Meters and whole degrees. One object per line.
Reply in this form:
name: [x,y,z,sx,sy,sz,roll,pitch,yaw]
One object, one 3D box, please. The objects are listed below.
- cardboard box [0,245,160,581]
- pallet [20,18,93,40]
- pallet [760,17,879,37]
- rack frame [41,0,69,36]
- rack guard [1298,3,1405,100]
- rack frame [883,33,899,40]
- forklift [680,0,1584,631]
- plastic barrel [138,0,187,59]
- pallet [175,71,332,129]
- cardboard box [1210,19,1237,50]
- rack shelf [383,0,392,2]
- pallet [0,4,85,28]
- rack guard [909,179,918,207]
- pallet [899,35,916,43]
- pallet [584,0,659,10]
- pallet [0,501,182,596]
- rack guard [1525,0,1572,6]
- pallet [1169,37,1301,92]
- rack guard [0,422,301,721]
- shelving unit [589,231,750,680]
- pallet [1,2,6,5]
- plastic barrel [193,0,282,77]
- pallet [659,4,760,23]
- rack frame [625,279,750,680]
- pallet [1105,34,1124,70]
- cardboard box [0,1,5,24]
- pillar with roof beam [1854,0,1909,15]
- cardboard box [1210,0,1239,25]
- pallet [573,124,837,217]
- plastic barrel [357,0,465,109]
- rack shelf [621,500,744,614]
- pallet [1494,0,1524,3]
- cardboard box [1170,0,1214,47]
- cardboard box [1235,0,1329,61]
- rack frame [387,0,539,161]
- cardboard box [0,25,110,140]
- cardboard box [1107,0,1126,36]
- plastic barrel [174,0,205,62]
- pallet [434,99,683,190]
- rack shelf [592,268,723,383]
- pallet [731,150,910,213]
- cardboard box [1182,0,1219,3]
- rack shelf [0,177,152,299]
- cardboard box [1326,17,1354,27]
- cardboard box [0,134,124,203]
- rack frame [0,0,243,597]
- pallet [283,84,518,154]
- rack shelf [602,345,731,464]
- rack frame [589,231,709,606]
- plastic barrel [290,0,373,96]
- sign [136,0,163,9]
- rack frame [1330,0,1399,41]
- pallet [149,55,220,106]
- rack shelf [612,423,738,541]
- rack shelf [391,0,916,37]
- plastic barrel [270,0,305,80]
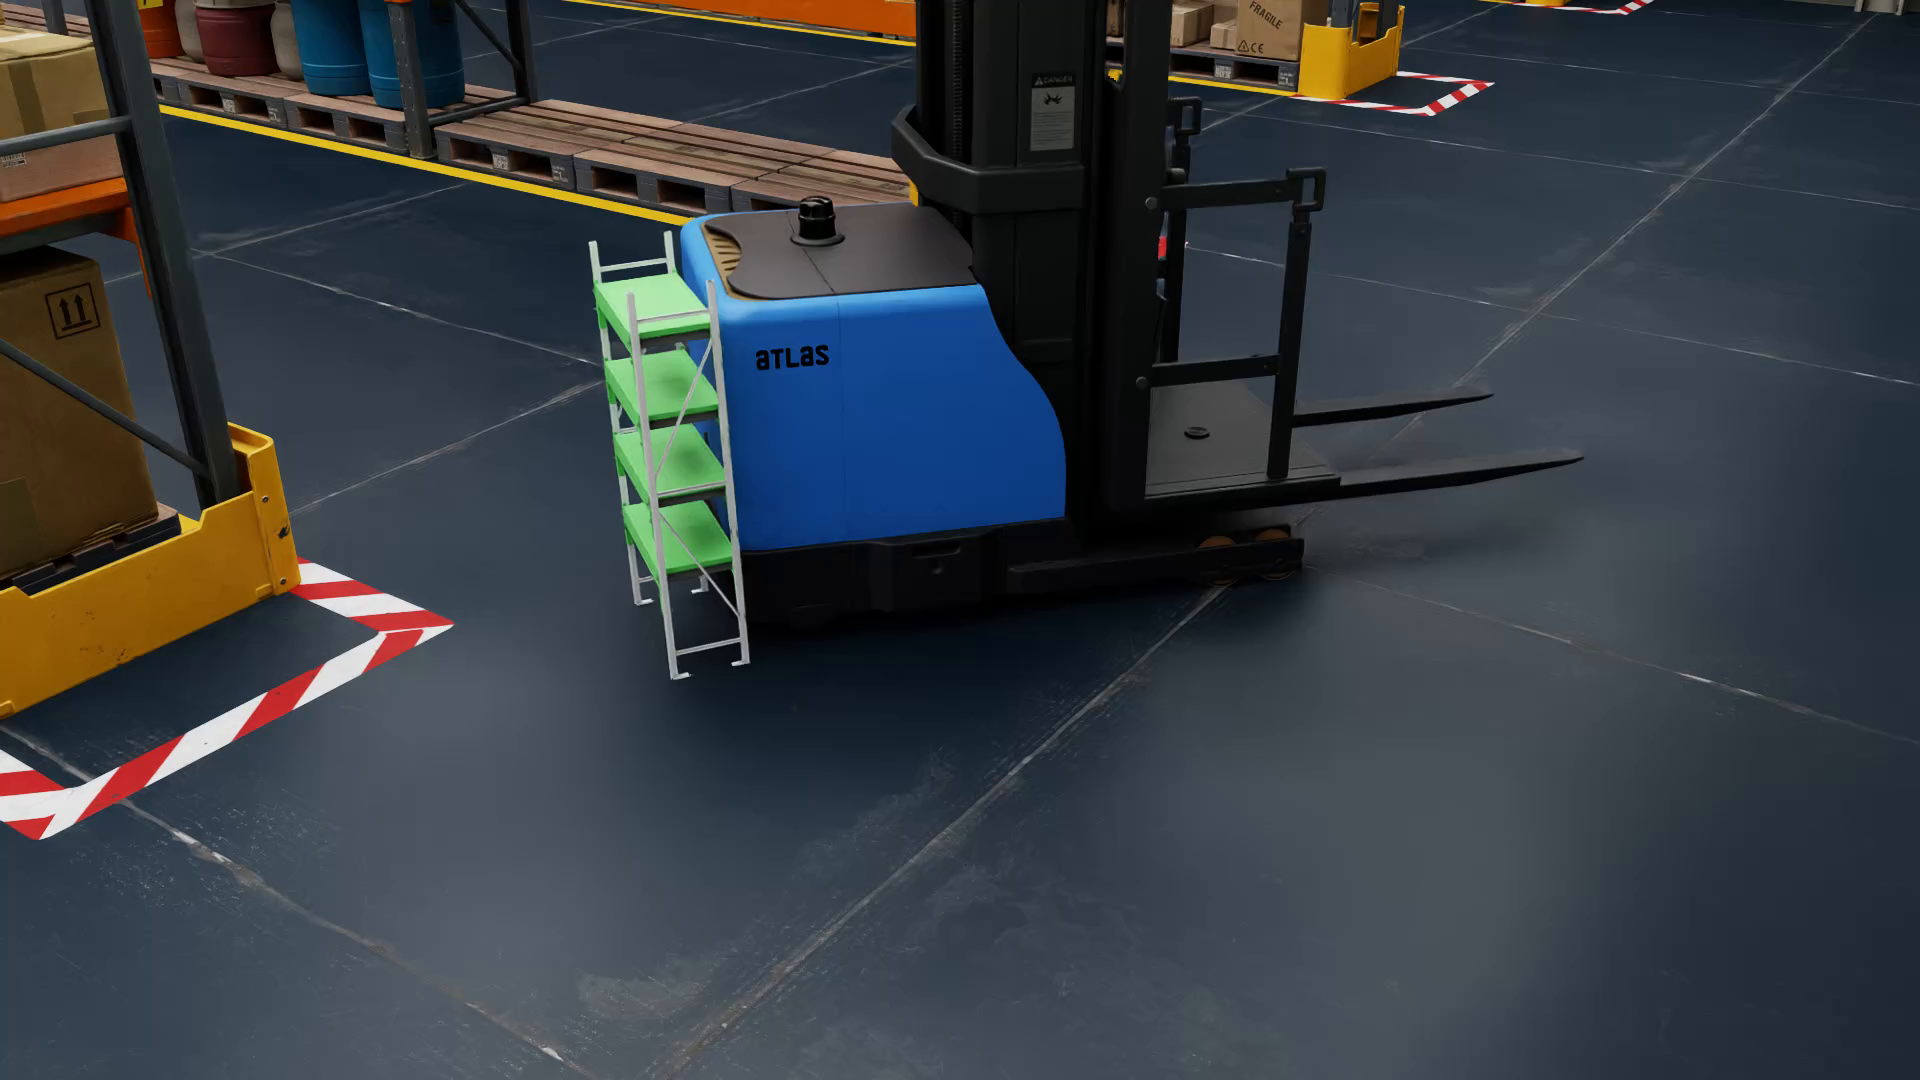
cardboard box: [-3.209,-0.408,5.124,0.875,0.875,0.875,17,32,30]
pallet: [-7.043,-3.910,13.201,1.213,0.211,1.003,17,32,30]
pallet: [-1.014,-4.715,14.783,1.213,0.211,1.003,17,32,30]
rack frame: [-6.427,-4.939,12.149,0.127,3.000,1.000,17,32,30]
rack guard: [2.913,-3.642,12.354,0.348,0.500,1.175,17,32,30]
rack frame: [-0.322,-5.763,13.767,0.127,3.000,1.000,17,32,30]
forklift: [0.642,-1.375,5.221,3.031,2.935,1.130,-7,28,-13]
plastic barrel: [-6.014,-4.040,12.311,0.708,0.830,0.600,17,32,30]
pallet: [-4.752,-3.196,11.798,1.213,0.211,1.003,17,32,30]
cardboard box: [2.105,-3.855,12.656,0.250,0.166,0.380,17,32,30]
rack shelf: [-4.778,-4.105,11.303,4.000,0.370,1.077,17,32,30]
pallet: [-8.045,-4.224,13.817,1.213,0.211,1.003,17,32,30]
rack guard: [0.195,-1.770,8.676,0.348,0.500,1.175,17,32,30]
pallet: [0.244,-4.344,14.053,1.213,0.211,1.003,17,32,30]
pallet: [-3.025,-5.342,16.014,1.213,0.211,1.003,17,32,30]
pallet: [-3.340,0.033,5.452,1.213,0.211,1.003,17,32,30]
rack guard: [5.797,-5.469,15.945,0.348,0.500,1.175,17,32,30]
pallet: [2.255,-3.717,12.822,1.213,0.211,1.003,17,32,30]
rack guard: [-2.617,0.087,5.028,0.348,0.500,1.175,17,32,30]
shelving unit: [-0.851,-0.244,4.901,0.258,1.200,0.503,-12,29,-19]
pallet: [-9.054,-4.537,14.432,1.213,0.211,1.003,17,32,30]
plastic barrel: [-5.083,-3.643,11.796,0.708,0.588,0.600,17,32,30]
pallet: [-2.024,-5.028,15.398,1.213,0.211,1.003,17,32,30]
rack frame: [-0.758,-0.142,4.700,0.240,1.200,0.015,-12,29,-19]
pallet: [1.253,-4.031,13.438,1.213,0.211,1.003,17,32,30]
cardboard box: [-3.291,-1.786,4.963,0.500,0.500,0.500,16,31,29]
pillar with roof beam: [6.055,-7.283,10.140,0.400,9.000,9.100,17,32,30]
cardboard box: [2.276,-4.081,13.008,0.500,0.250,0.500,17,32,30]
pallet: [-1.492,-2.182,9.805,1.213,0.211,1.003,17,32,30]
plastic barrel: [-3.568,-3.310,10.798,0.708,0.901,0.600,17,32,30]
rack shelf: [-0.845,0.025,5.041,0.258,0.148,0.480,-12,29,-19]
pallet: [5.073,-5.522,16.369,1.213,0.211,1.003,17,32,30]
cardboard box: [1.622,-4.009,12.868,0.500,0.250,0.500,17,32,30]
cardboard box: [2.388,-3.866,12.310,0.500,0.500,0.500,17,32,30]
rack frame: [-3.129,-3.912,10.130,0.127,3.000,1.000,17,32,30]
cardboard box: [-2.879,-1.323,4.881,0.500,0.250,0.500,16,31,29]
cardboard box: [1.230,-4.366,13.290,0.637,0.503,0.797,17,32,30]
plastic barrel: [-5.498,-3.787,12.164,0.421,0.512,0.421,0,27,0]
pallet: [-2.501,-2.495,10.420,1.213,0.211,1.003,17,32,30]
rack shelf: [-0.860,-0.614,4.709,0.258,0.148,0.480,-12,29,-19]
pallet: [-0.490,-1.869,9.189,1.213,0.211,1.003,17,32,30]
cardboard box: [1.863,-4.209,13.260,0.500,0.250,0.500,17,32,30]
rack shelf: [-4.285,-1.226,5.646,4.000,0.370,1.077,17,32,30]
cardboard box: [2.825,-3.898,12.760,0.250,0.149,0.380,17,32,30]
cardboard box: [-2.742,-1.136,4.952,0.250,0.149,0.380,18,32,31]
rack frame: [-2.636,-1.033,4.473,0.127,3.000,1.000,17,32,30]
pallet: [-3.742,-2.883,11.183,1.213,0.211,1.003,17,32,30]
rack shelf: [-0.855,-0.401,4.819,0.258,0.148,0.480,-12,29,-19]
rack frame: [-0.944,-0.347,5.102,0.240,1.200,0.015,-12,29,-19]
plastic barrel: [-4.152,-3.492,11.155,0.708,0.901,0.600,17,32,30]
sign: [-2.317,-1.661,4.664,0.005,0.325,0.100,17,32,30]
rack frame: [2.975,-4.736,11.749,0.127,3.000,1.000,17,32,30]
pallet: [-5.753,-3.510,12.414,1.213,0.211,1.003,17,32,30]
rack shelf: [-0.850,-0.188,4.930,0.258,0.148,0.480,-12,29,-19]
rack shelf: [-1.481,-3.078,9.284,4.000,0.370,1.077,17,32,30]
plastic barrel: [-4.567,-3.497,11.594,0.421,0.512,0.421,0,27,0]
